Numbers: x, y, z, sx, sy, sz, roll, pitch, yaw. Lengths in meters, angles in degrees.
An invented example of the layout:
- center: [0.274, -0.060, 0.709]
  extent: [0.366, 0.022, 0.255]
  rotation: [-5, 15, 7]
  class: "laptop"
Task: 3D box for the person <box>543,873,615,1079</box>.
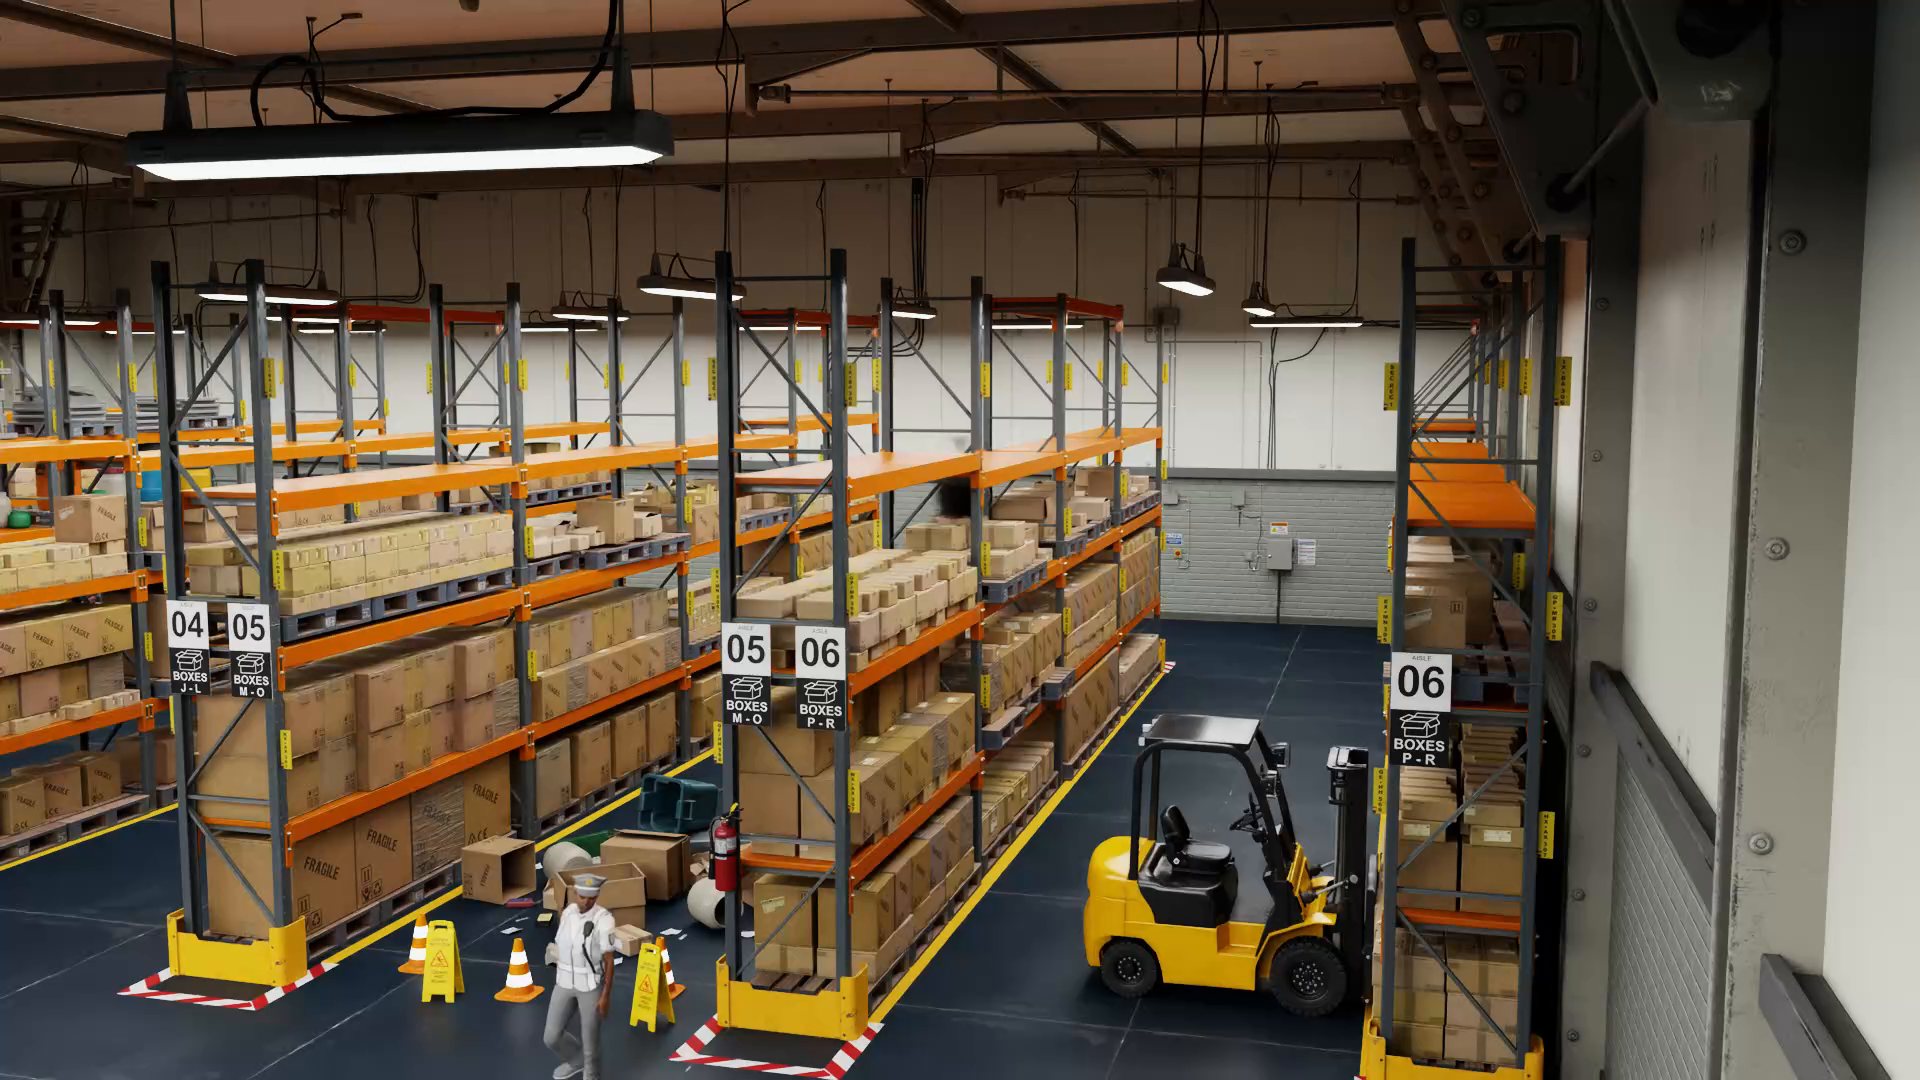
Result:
- center: [-2.657, 3.107, 11.630]
  extent: [0.580, 1.654, 0.457]
  rotation: [2, 6, 17]
  class: "person"
